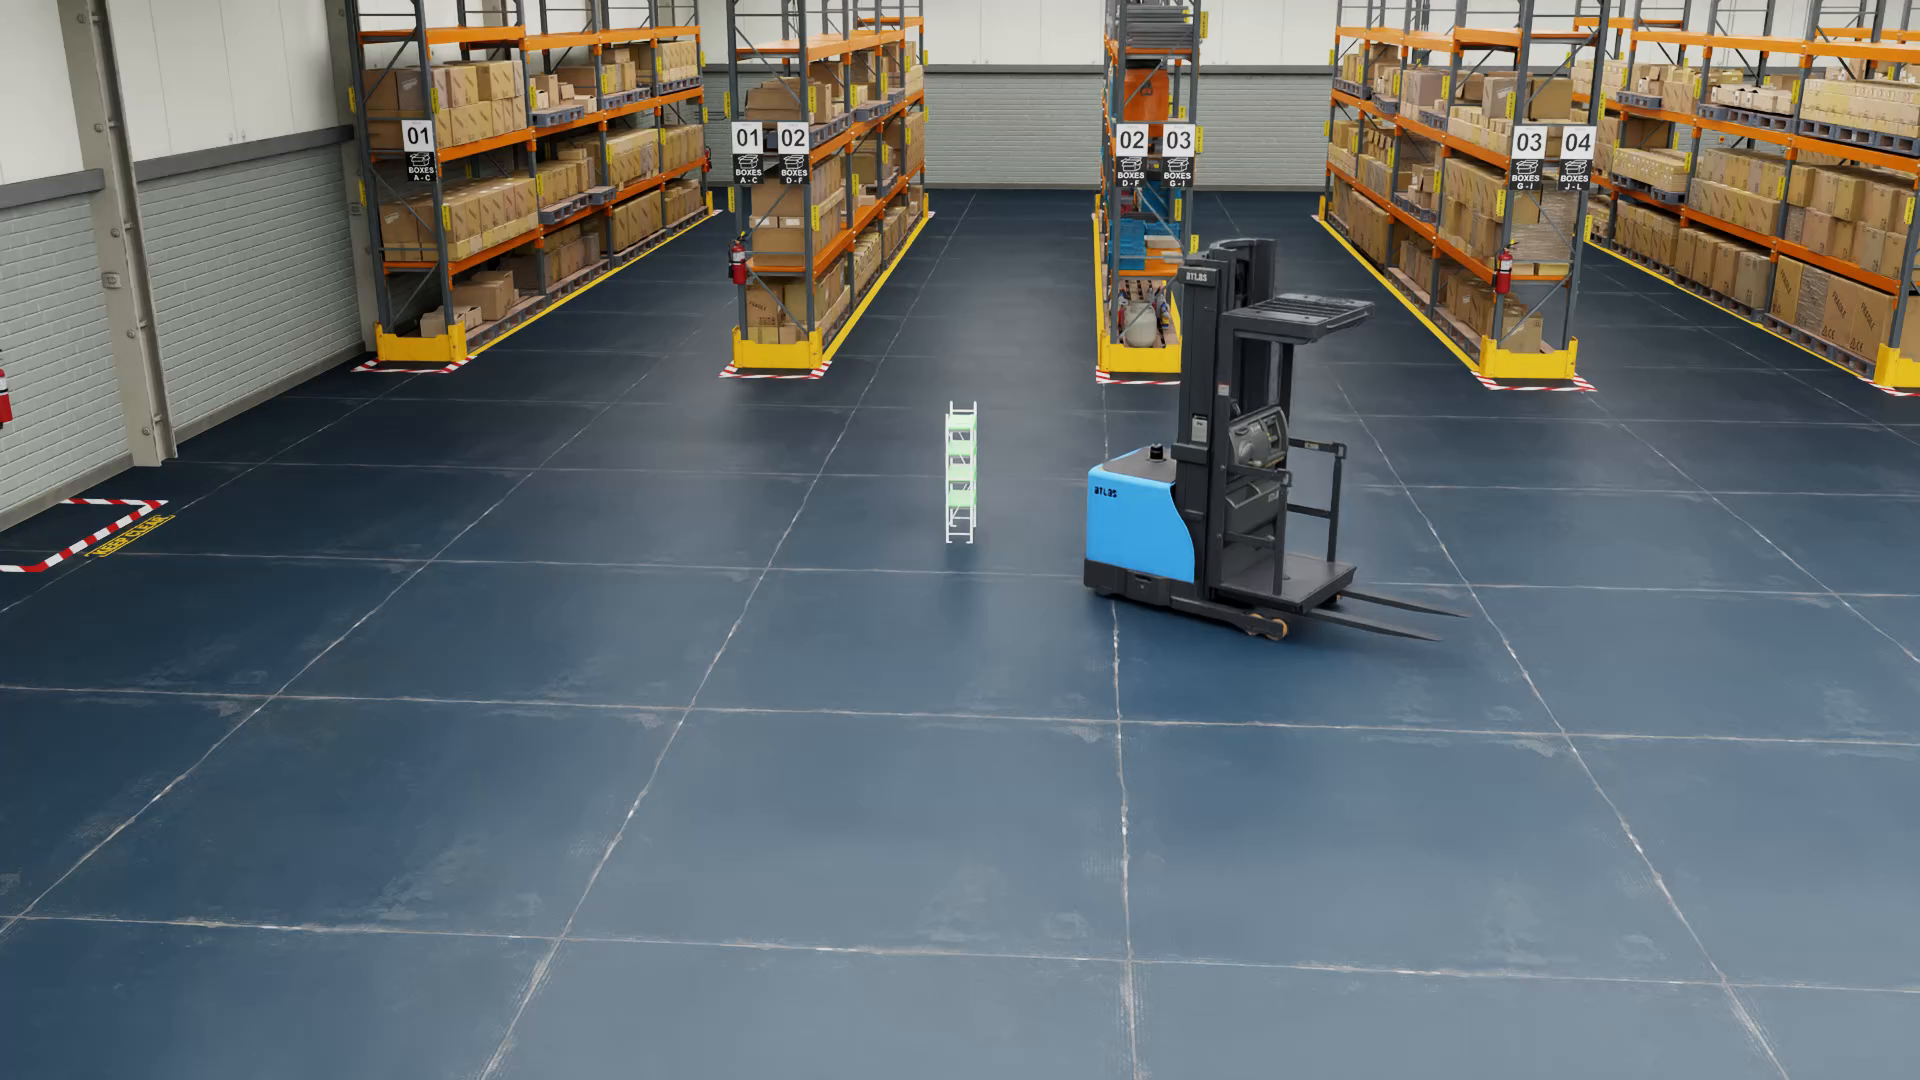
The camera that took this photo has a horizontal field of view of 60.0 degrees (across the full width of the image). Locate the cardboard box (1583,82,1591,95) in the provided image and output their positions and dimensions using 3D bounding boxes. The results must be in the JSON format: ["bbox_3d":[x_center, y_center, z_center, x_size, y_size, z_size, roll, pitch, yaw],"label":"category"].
[{"bbox_3d":[13.164,-9.290,34.207,0.500,0.250,0.500,1,18,2],"label":"cardboard box"}]

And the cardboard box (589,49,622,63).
[{"bbox_3d":[-6.750,-9.221,31.684,0.500,0.250,0.500,1,18,2],"label":"cardboard box"}]

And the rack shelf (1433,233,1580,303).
[{"bbox_3d":[7.574,-3.845,23.323,1.077,0.370,4.000,1,18,4],"label":"rack shelf"}]

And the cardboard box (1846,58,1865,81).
[{"bbox_3d":[18.168,-9.411,33.341,0.500,0.500,0.500,2,18,5],"label":"cardboard box"}]

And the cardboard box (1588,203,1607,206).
[{"bbox_3d":[13.144,-6.876,34.366,0.380,0.149,0.250,1,18,4],"label":"cardboard box"}]

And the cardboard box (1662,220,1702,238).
[{"bbox_3d":[12.731,-5.495,29.337,0.500,0.250,0.500,1,18,3],"label":"cardboard box"}]

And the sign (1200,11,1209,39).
[{"bbox_3d":[3.038,-6.414,20.709,0.100,0.325,0.005,1,18,4],"label":"sign"}]

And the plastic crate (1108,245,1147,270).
[{"bbox_3d":[2.227,-3.768,22.170,0.499,0.251,0.616,1,18,4],"label":"plastic crate"}]

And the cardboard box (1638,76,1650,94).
[{"bbox_3d":[12.958,-8.465,30.917,0.500,0.311,0.500,1,18,3],"label":"cardboard box"}]

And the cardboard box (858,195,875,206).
[{"bbox_3d":[-1.666,-5.868,28.744,0.380,0.149,0.250,1,18,4],"label":"cardboard box"}]

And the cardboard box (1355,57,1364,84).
[{"bbox_3d":[8.330,-9.424,33.381,0.700,0.500,0.500,2,18,7],"label":"cardboard box"}]

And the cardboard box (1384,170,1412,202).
[{"bbox_3d":[7.792,-6.257,29.367,0.500,0.500,0.500,2,18,6],"label":"cardboard box"}]

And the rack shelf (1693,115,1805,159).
[{"bbox_3d":[12.800,-6.371,26.213,1.077,0.370,4.000,1,18,4],"label":"rack shelf"}]

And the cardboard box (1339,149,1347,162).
[{"bbox_3d":[8.171,-7.982,34.557,0.500,0.250,0.500,1,18,3],"label":"cardboard box"}]

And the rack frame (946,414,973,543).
[{"bbox_3d":[-0.006,-0.546,14.989,0.240,1.200,0.015,1,18,4],"label":"rack frame"}]

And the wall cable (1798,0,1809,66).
[{"bbox_3d":[19.338,-12.920,40.228,2.355,3.000,0.029,1,18,4],"label":"wall cable"}]

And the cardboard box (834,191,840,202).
[{"bbox_3d":[-2.005,-5.139,24.913,0.380,0.149,0.250,1,18,2],"label":"cardboard box"}]

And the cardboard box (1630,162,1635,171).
[{"bbox_3d":[12.674,-6.935,30.848,0.380,0.149,0.250,2,18,6],"label":"cardboard box"}]

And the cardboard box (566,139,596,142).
[{"bbox_3d":[-7.004,-7.244,30.667,0.500,0.250,0.500,1,18,2],"label":"cardboard box"}]

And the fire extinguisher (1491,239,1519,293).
[{"bbox_3d":[6.962,-3.504,21.250,0.296,0.674,0.183,1,18,4],"label":"fire extinguisher"}]

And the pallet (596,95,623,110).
[{"bbox_3d":[-6.825,-7.919,30.086,1.213,0.211,1.003,2,18,6],"label":"pallet"}]

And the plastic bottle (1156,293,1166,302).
[{"bbox_3d":[2.981,-3.503,24.670,0.144,0.351,0.185,1,18,4],"label":"plastic bottle"}]

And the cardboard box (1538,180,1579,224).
[{"bbox_3d":[7.741,-4.395,21.600,0.500,0.500,0.500,1,18,4],"label":"cardboard box"}]

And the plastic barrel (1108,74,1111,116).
[{"bbox_3d":[2.741,-7.337,27.318,0.600,0.830,0.708,1,18,4],"label":"plastic barrel"}]

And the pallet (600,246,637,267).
[{"bbox_3d":[-6.686,-5.300,31.086,1.003,0.211,1.213,1,18,4],"label":"pallet"}]

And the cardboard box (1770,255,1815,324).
[{"bbox_3d":[12.542,-3.662,24.347,0.875,0.875,0.875,2,18,5],"label":"cardboard box"}]

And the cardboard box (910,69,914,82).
[{"bbox_3d":[-1.226,-9.563,34.237,0.500,0.250,0.500,1,18,4],"label":"cardboard box"}]

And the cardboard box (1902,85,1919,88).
[{"bbox_3d":[12.840,-6.006,22.232,0.380,0.149,0.250,2,18,5],"label":"cardboard box"}]

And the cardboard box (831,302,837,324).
[{"bbox_3d":[-2.081,-3.308,24.271,0.500,0.250,0.500,1,18,4],"label":"cardboard box"}]

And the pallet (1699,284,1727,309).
[{"bbox_3d":[12.722,-3.962,27.003,1.003,0.211,1.213,1,18,4],"label":"pallet"}]

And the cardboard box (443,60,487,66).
[{"bbox_3d":[-7.425,-6.952,25.032,0.500,0.500,0.500,2,18,5],"label":"cardboard box"}]

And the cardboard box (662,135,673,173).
[{"bbox_3d":[-6.476,-7.935,34.168,0.980,0.700,0.700,2,18,5],"label":"cardboard box"}]

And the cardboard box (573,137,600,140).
[{"bbox_3d":[-6.963,-7.404,31.153,0.500,0.250,0.500,1,18,3],"label":"cardboard box"}]

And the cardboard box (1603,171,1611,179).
[{"bbox_3d":[12.927,-7.208,32.833,0.380,0.149,0.250,1,18,2],"label":"cardboard box"}]

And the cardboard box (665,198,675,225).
[{"bbox_3d":[-6.375,-6.866,34.727,0.700,0.500,0.500,2,18,5],"label":"cardboard box"}]

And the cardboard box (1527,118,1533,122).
[{"bbox_3d":[7.808,-5.593,22.285,0.380,0.149,0.250,0,18,1],"label":"cardboard box"}]

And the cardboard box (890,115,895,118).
[{"bbox_3d":[-1.669,-8.830,35.615,0.500,0.500,0.500,2,18,5],"label":"cardboard box"}]

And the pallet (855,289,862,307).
[{"bbox_3d":[-2.150,-3.935,26.920,1.003,0.211,1.213,1,18,4],"label":"pallet"}]

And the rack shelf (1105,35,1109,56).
[{"bbox_3d":[3.207,-9.101,30.371,1.077,0.370,4.000,1,18,4],"label":"rack shelf"}]

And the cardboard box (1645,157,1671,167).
[{"bbox_3d":[12.616,-6.835,30.066,0.380,0.149,0.250,2,18,7],"label":"cardboard box"}]

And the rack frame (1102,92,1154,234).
[{"bbox_3d":[3.350,-7.403,33.027,1.000,3.000,0.127,1,18,4],"label":"rack frame"}]

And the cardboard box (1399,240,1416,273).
[{"bbox_3d":[7.976,-4.863,28.582,0.700,0.500,0.500,0,18,1],"label":"cardboard box"}]

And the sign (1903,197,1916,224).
[{"bbox_3d":[11.830,-4.103,20.714,0.100,0.325,0.005,1,18,4],"label":"sign"}]

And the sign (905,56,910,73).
[{"bbox_3d":[-1.036,-9.362,32.724,0.100,0.325,0.005,1,18,4],"label":"sign"}]

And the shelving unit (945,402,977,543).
[{"bbox_3d":[0.012,-0.622,15.220,0.258,1.200,0.503,1,18,4],"label":"shelving unit"}]

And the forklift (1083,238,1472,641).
[{"bbox_3d":[2.520,-0.802,12.989,3.031,2.935,1.130,13,22,34],"label":"forklift"}]

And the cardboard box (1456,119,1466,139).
[{"bbox_3d":[7.396,-5.864,23.752,0.500,0.250,0.500,1,18,3],"label":"cardboard box"}]

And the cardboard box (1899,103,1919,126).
[{"bbox_3d":[12.127,-5.325,20.793,0.500,0.250,0.500,2,18,5],"label":"cardboard box"}]

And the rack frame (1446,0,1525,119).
[{"bbox_3d":[7.717,-7.659,24.172,1.000,3.000,0.127,1,18,4],"label":"rack frame"}]

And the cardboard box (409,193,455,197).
[{"bbox_3d":[-7.491,-4.660,23.659,0.500,0.500,0.500,1,18,2],"label":"cardboard box"}]

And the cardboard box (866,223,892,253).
[{"bbox_3d":[-1.527,-5.592,30.806,0.500,0.500,0.500,1,18,2],"label":"cardboard box"}]

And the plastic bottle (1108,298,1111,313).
[{"bbox_3d":[2.238,-3.487,24.729,0.061,0.283,0.133,2,18,6],"label":"plastic bottle"}]

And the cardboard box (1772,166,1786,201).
[{"bbox_3d":[12.687,-5.343,24.972,0.700,0.500,0.500,1,18,3],"label":"cardboard box"}]

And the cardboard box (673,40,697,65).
[{"bbox_3d":[-6.025,-10.591,36.139,0.500,0.500,0.500,1,18,4],"label":"cardboard box"}]

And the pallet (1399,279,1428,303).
[{"bbox_3d":[7.856,-4.105,27.438,1.003,0.211,1.213,1,18,4],"label":"pallet"}]
